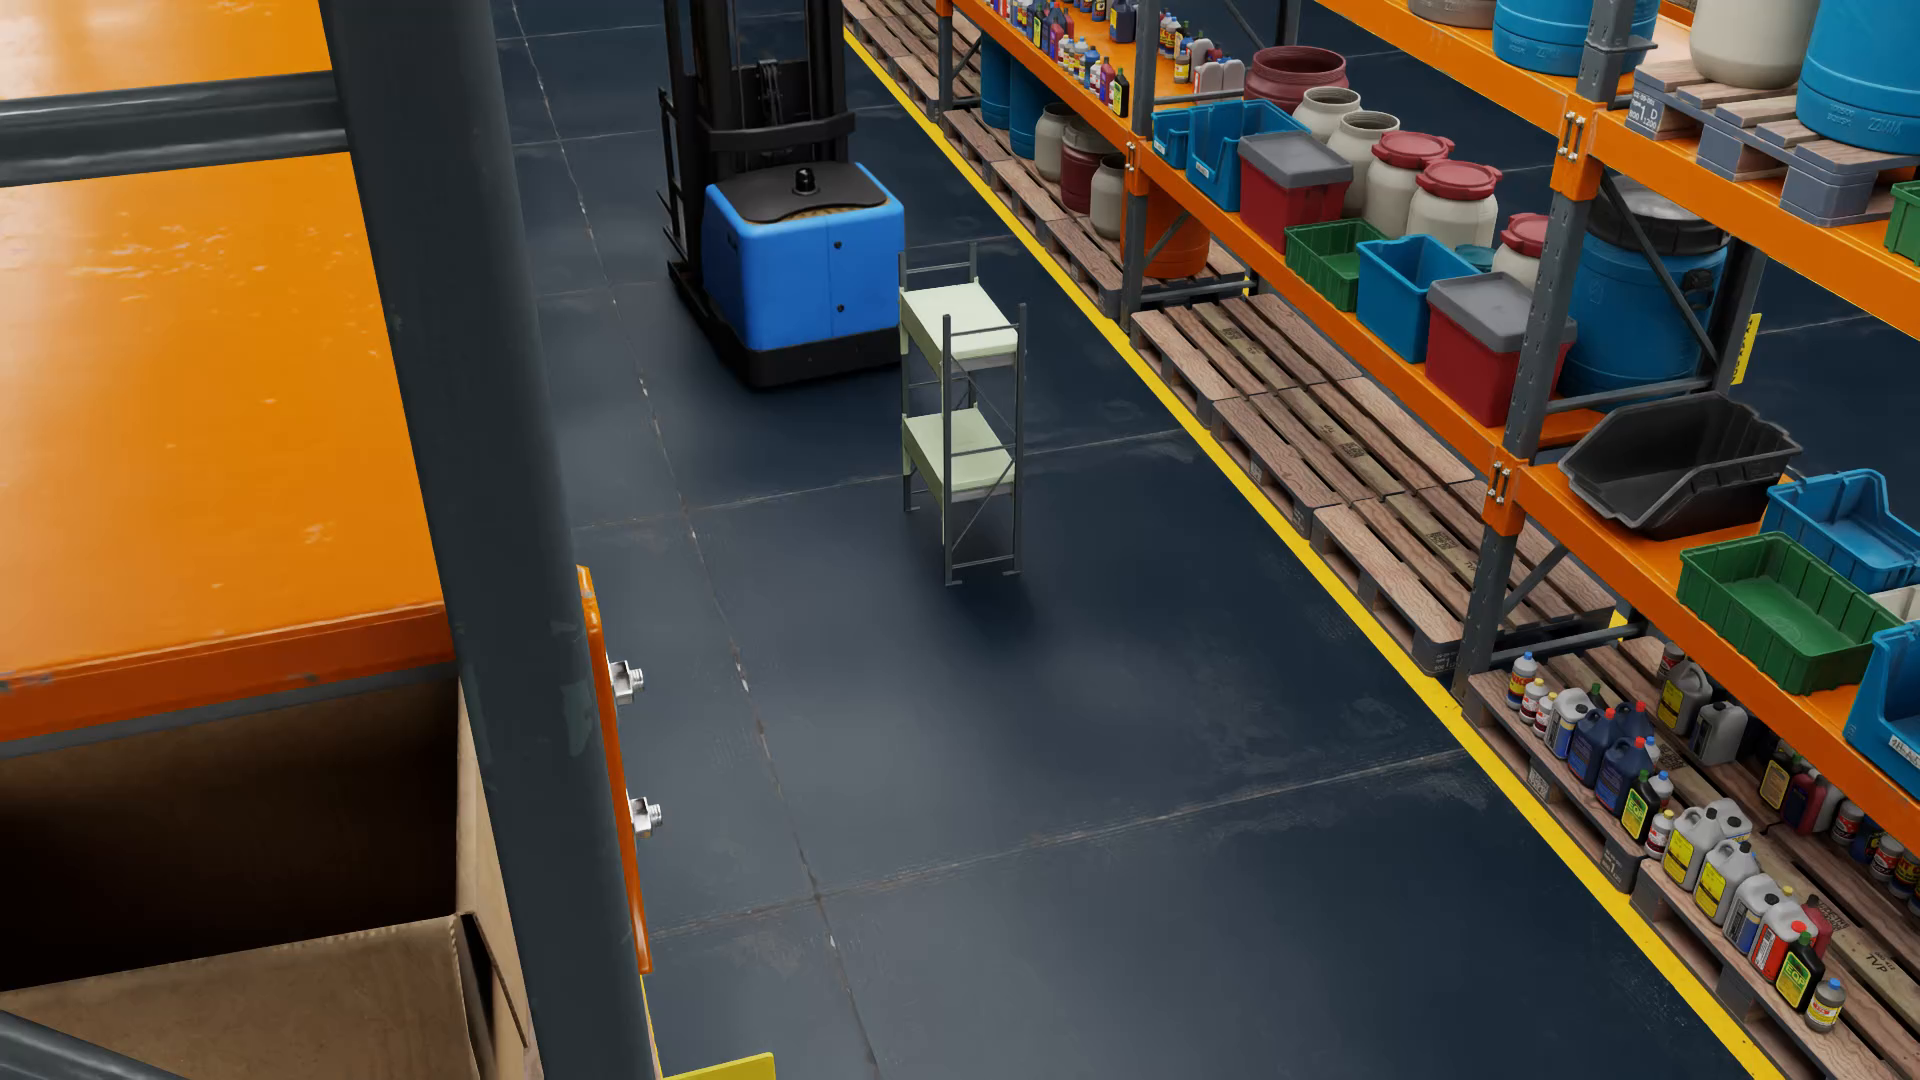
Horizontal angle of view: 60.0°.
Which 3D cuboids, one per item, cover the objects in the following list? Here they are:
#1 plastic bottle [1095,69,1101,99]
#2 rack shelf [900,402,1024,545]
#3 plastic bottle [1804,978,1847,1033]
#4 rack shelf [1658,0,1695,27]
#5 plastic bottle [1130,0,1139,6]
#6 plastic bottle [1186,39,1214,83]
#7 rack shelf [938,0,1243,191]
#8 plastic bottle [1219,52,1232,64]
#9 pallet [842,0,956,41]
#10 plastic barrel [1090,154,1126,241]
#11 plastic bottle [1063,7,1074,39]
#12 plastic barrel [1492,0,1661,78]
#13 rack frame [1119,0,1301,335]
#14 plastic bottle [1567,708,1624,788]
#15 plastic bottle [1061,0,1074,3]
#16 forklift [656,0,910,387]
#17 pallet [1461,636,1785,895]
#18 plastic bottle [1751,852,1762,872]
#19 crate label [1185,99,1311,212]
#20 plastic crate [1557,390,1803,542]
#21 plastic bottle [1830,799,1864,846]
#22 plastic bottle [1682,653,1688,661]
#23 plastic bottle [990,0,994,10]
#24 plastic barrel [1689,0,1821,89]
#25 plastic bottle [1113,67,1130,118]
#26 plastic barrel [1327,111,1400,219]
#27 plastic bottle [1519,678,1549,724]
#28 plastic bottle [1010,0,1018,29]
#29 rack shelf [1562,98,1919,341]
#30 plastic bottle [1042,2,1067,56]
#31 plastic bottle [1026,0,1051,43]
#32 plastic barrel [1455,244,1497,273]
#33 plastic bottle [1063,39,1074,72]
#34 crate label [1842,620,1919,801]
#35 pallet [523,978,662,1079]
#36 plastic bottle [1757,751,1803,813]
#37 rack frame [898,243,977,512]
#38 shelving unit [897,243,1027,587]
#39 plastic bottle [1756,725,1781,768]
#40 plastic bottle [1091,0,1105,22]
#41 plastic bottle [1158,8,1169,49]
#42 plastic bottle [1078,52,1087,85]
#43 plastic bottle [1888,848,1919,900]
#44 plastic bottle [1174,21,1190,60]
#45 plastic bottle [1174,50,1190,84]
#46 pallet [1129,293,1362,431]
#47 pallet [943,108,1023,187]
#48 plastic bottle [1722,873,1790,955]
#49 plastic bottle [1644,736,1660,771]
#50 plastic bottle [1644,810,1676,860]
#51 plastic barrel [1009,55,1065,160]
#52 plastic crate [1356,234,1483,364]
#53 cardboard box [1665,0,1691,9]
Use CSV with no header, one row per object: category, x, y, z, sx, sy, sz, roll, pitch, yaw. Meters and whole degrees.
plastic bottle,0.918,-2.938,10.656,0.097,0.201,0.097,0,33,0
rack shelf,0.002,-0.350,8.511,0.431,0.370,0.720,-10,35,-15
plastic bottle,2.998,1.598,5.750,0.097,0.201,0.097,0,33,0
rack shelf,5.642,-4.279,13.157,1.077,0.370,4.000,-10,35,-15
plastic bottle,1.243,-3.769,11.778,0.144,0.351,0.185,-10,35,-15
plastic bottle,1.570,-3.169,10.937,0.152,0.276,0.135,-10,35,-15
rack shelf,0.925,-3.446,11.896,1.077,0.370,4.000,-10,35,-15
plastic bottle,1.702,-2.989,10.669,0.097,0.271,0.097,0,33,0
pallet,-0.690,-5.293,16.569,1.003,0.211,1.213,-10,35,-15
plastic barrel,1.113,-2.368,11.489,0.421,0.512,0.421,0,33,0
plastic bottle,0.738,-3.509,11.446,0.061,0.283,0.133,-10,35,-15
plastic barrel,2.394,-2.287,6.314,0.600,0.901,0.708,-10,35,-15
rack frame,1.536,-2.696,10.109,1.000,3.000,0.127,-10,35,-15
plastic bottle,2.607,0.820,6.793,0.144,0.351,0.185,-9,35,-13
plastic bottle,0.826,-4.226,12.470,0.144,0.351,0.185,-10,35,-15
forklift,-1.348,-2.947,10.551,1.130,2.935,3.031,-13,36,-19
pallet,2.921,0.927,7.155,1.003,0.211,1.213,-10,35,-15
plastic bottle,2.952,1.258,6.264,0.097,0.201,0.097,0,33,0
crate label,1.581,-2.143,9.241,0.502,0.435,0.616,-10,35,-15
plastic crate,2.794,-0.274,6.499,0.767,0.338,0.504,-10,35,-15
plastic bottle,3.492,1.092,6.516,0.097,0.201,0.097,0,33,0
plastic bottle,3.217,0.551,7.260,0.061,0.283,0.133,-8,34,-12
plastic bottle,0.274,-4.046,12.333,0.097,0.201,0.097,0,33,0
plastic barrel,2.700,-1.810,5.565,0.421,0.512,0.421,0,33,0
plastic bottle,1.006,-2.788,10.354,0.061,0.283,0.133,-10,35,-15
plastic barrel,2.181,-2.017,8.980,0.421,0.512,0.421,0,33,0
plastic bottle,2.466,0.683,7.135,0.097,0.201,0.097,0,33,0
plastic bottle,0.447,-3.829,11.937,0.152,0.276,0.135,-10,35,-15
rack shelf,3.366,-0.497,4.713,1.077,0.370,4.000,-10,35,-15
plastic bottle,0.648,-3.507,11.380,0.144,0.351,0.185,-10,35,-15
plastic bottle,0.551,-3.674,11.633,0.144,0.351,0.185,-10,35,-15
plastic barrel,2.498,-1.259,8.059,0.301,0.262,0.301,0,33,0
plastic bottle,0.739,-3.245,11.120,0.097,0.201,0.097,0,33,0
crate label,3.157,0.569,5.136,0.502,0.435,0.616,-10,35,-15
pallet,-0.934,0.745,2.261,1.003,0.211,1.213,-10,35,-15
plastic bottle,3.294,0.945,6.664,0.061,0.283,0.133,-10,35,-15
rack frame,-0.110,-0.814,8.622,0.400,1.500,0.023,-10,35,-15
shelving unit,0.002,-0.622,8.331,0.431,1.500,0.755,-10,35,-15
plastic bottle,3.374,0.823,6.849,0.061,0.283,0.133,-8,34,-12
plastic bottle,1.007,-3.910,12.063,0.097,0.271,0.097,0,33,0
plastic bottle,1.402,-3.543,11.497,0.061,0.283,0.133,-10,35,-15
plastic bottle,0.829,-3.092,10.888,0.097,0.201,0.097,0,33,0
plastic bottle,3.584,1.222,6.255,0.097,0.271,0.097,0,33,0
plastic bottle,1.502,-3.371,11.236,0.061,0.283,0.133,-10,35,-15
plastic bottle,1.457,-3.107,10.911,0.097,0.201,0.097,0,33,0
pallet,1.735,-1.119,10.252,1.003,0.211,1.213,-10,35,-15
pallet,0.511,-3.220,13.432,1.003,0.211,1.213,-10,35,-15
plastic bottle,2.905,1.357,6.047,0.152,0.276,0.135,-11,35,-16
plastic bottle,2.766,0.908,6.730,0.097,0.271,0.097,0,33,0
plastic bottle,2.728,1.133,6.453,0.097,0.201,0.097,0,33,0
plastic barrel,0.681,-3.435,12.751,0.600,0.901,0.708,-10,35,-15
plastic crate,2.123,-1.116,7.732,0.392,0.384,0.575,-10,35,-15
cardboard box,5.558,-4.323,12.480,0.500,0.500,0.500,-11,35,-16
